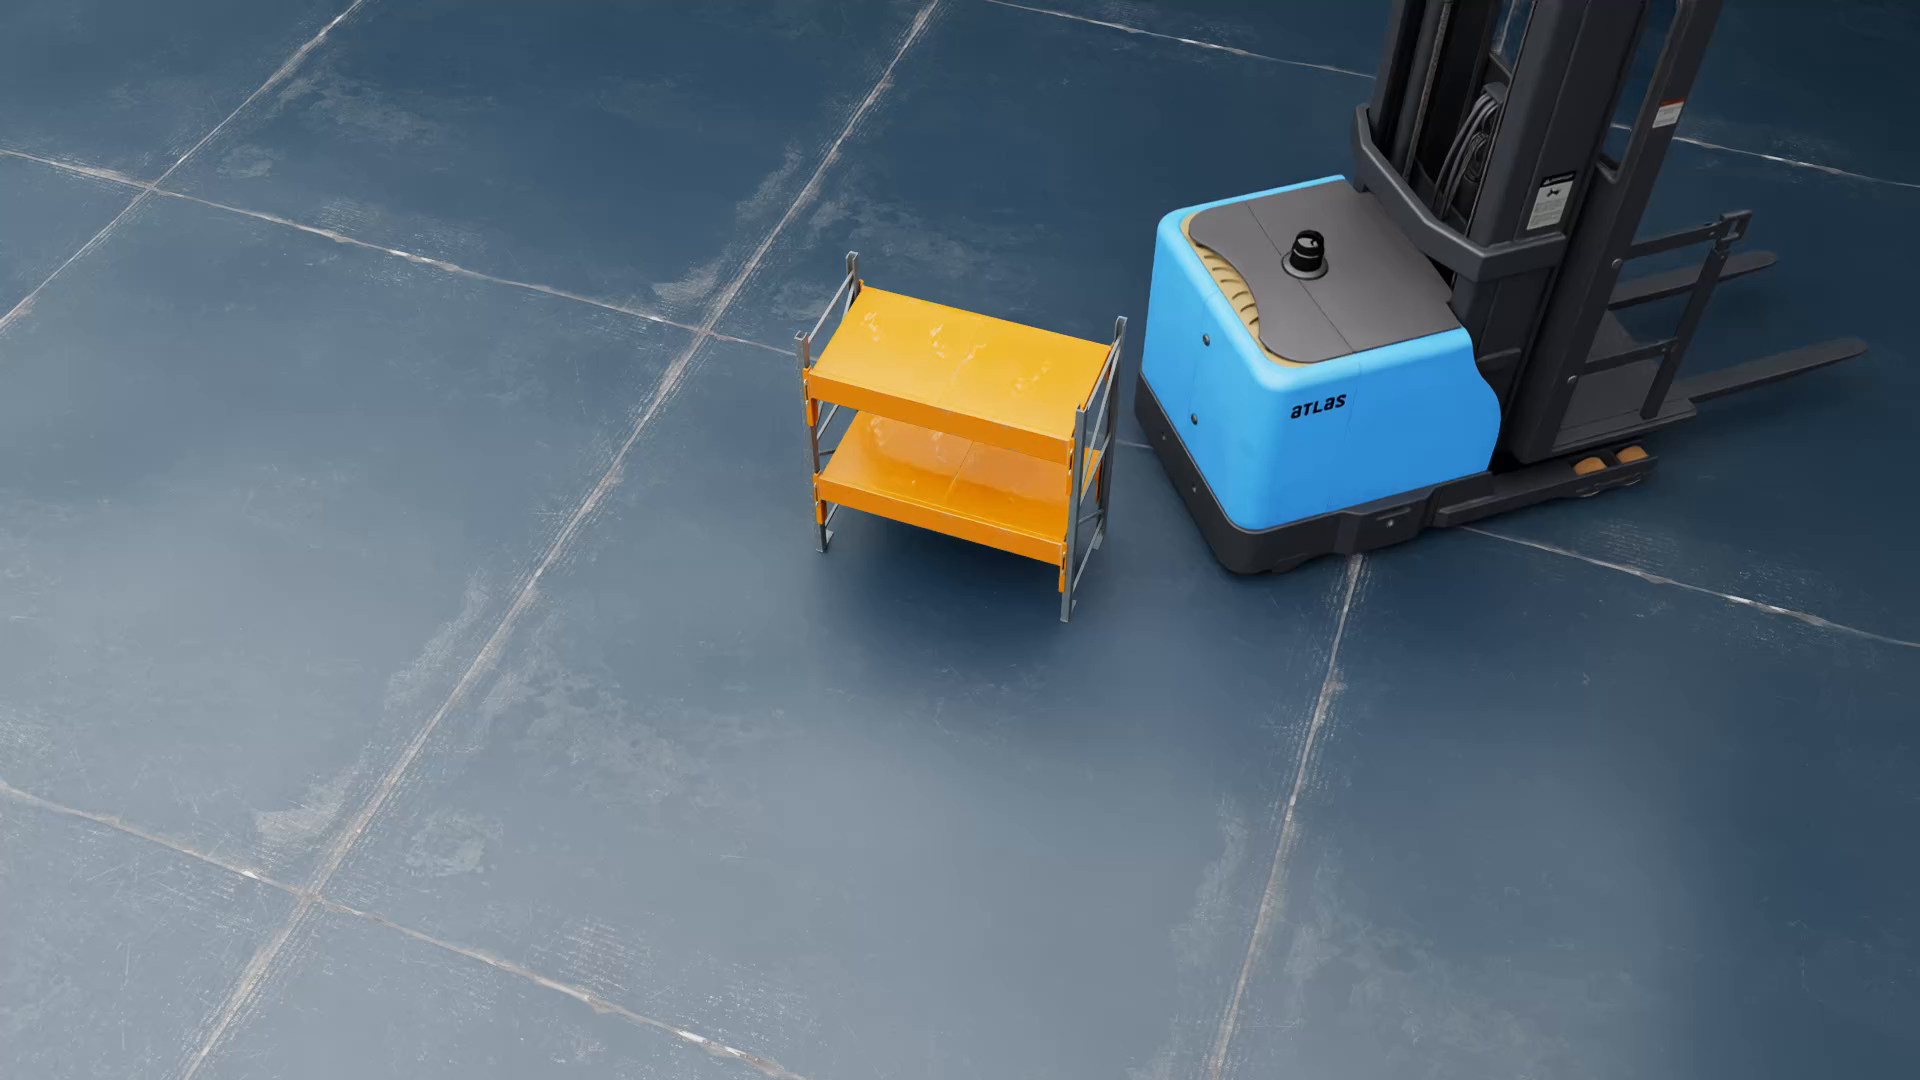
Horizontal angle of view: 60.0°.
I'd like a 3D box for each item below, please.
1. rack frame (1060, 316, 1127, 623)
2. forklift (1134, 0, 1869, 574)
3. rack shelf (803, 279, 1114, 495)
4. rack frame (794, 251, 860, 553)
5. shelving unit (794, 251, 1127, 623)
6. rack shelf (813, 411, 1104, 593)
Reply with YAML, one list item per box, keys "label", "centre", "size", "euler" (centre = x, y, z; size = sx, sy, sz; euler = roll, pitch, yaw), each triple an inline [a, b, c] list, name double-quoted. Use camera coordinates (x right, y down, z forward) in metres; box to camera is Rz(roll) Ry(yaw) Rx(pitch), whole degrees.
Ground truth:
- label: "rack frame"
  centre: [0.483, -0.234, 6.075]
  size: [0.032, 1.125, 0.500]
  euler: [16, 51, 13]
- label: "forklift"
  centre: [2.305, -1.501, 5.978]
  size: [3.031, 2.935, 1.130]
  euler: [-14, 51, -12]
- label: "rack shelf"
  centre: [0.006, -0.558, 5.969]
  size: [1.000, 0.278, 0.538]
  euler: [16, 51, 13]
- label: "rack frame"
  centre: [-0.471, -0.500, 6.305]
  size: [0.032, 1.125, 0.500]
  euler: [16, 51, 13]
- label: "shelving unit"
  centre: [0.006, -0.367, 6.190]
  size: [1.048, 1.125, 0.538]
  euler: [16, 51, 13]
- label: "rack shelf"
  centre: [0.006, -0.207, 6.375]
  size: [1.000, 0.278, 0.538]
  euler: [16, 51, 13]
